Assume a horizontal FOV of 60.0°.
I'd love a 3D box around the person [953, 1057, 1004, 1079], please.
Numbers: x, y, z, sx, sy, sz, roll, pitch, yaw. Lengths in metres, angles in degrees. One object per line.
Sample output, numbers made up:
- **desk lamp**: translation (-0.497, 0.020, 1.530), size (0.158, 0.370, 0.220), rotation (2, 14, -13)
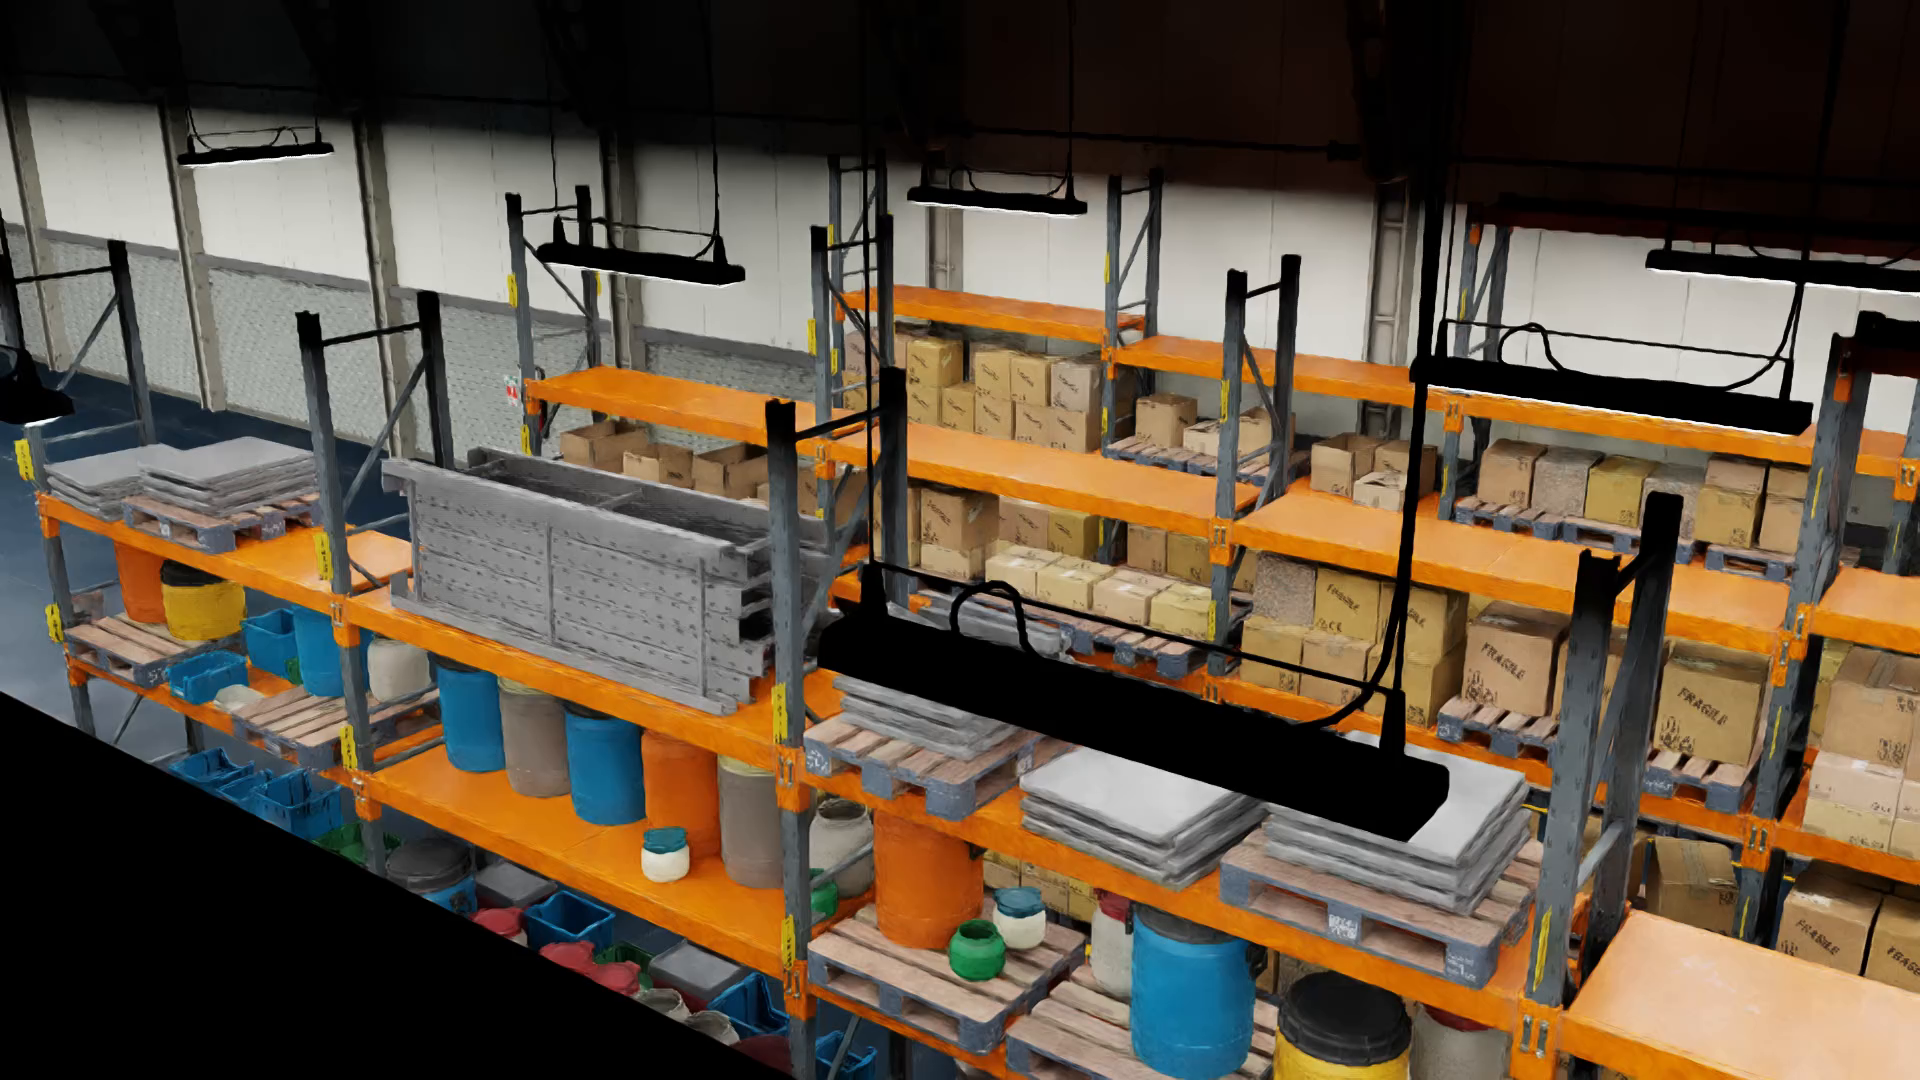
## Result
- **person**: translation (0.242, 3.605, 11.530), size (0.595, 1.757, 0.724), rotation (-8, 20, -22)
